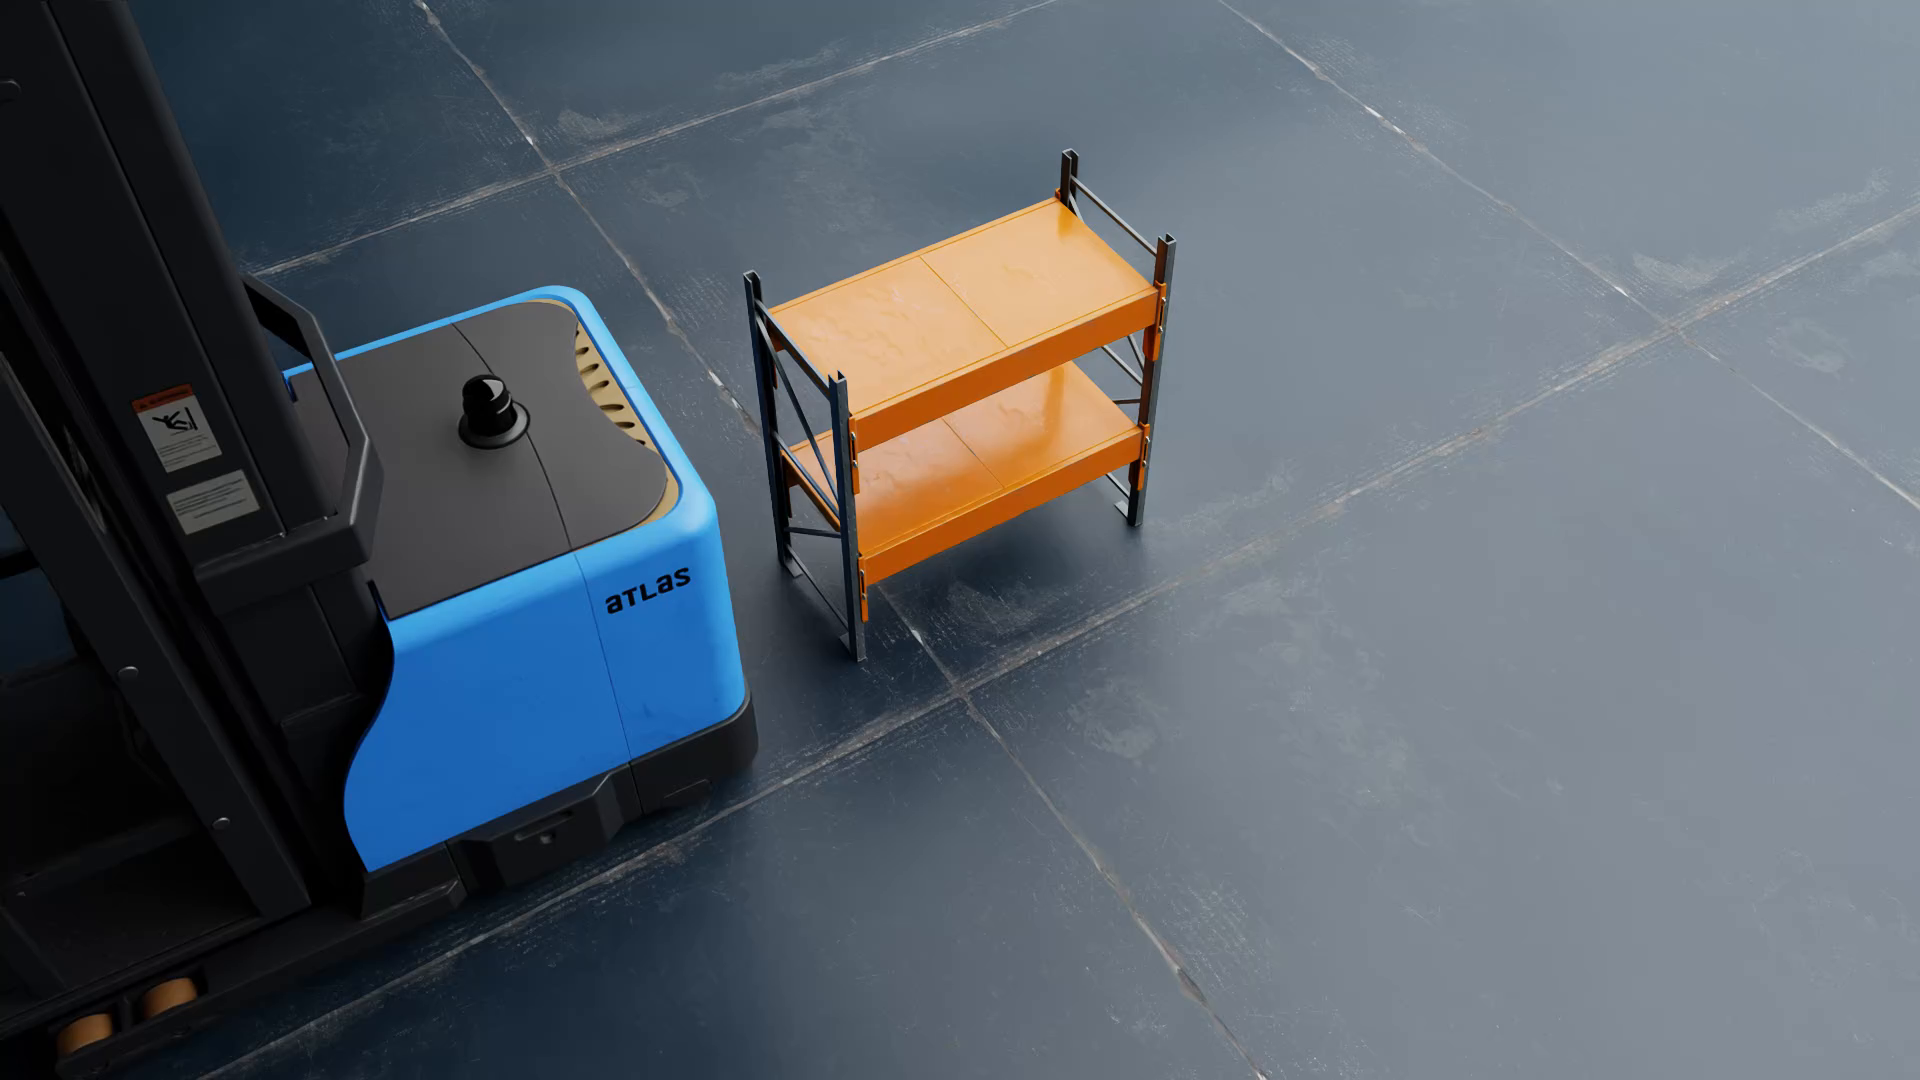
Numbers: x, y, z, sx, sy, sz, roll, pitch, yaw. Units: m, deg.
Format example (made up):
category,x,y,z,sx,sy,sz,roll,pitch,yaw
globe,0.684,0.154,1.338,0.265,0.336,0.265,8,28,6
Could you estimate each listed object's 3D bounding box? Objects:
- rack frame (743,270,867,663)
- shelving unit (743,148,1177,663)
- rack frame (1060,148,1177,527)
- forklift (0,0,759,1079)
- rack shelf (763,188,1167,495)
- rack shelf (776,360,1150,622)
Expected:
category,x,y,z,sx,sy,sz,roll,pitch,yaw
rack frame,-0.424,-0.174,4.652,0.032,1.125,0.500,-25,53,-21
shelving unit,0.006,-0.377,4.832,1.048,1.125,0.538,-25,53,-21
rack frame,0.436,-0.579,5.013,0.032,1.125,0.500,-25,53,-21
forklift,-2.103,-0.116,3.390,3.031,2.935,1.130,-22,52,-19
rack shelf,0.006,-0.571,4.614,1.000,0.278,0.538,-25,53,-21
rack shelf,0.006,-0.214,5.015,1.000,0.278,0.538,-25,53,-21
